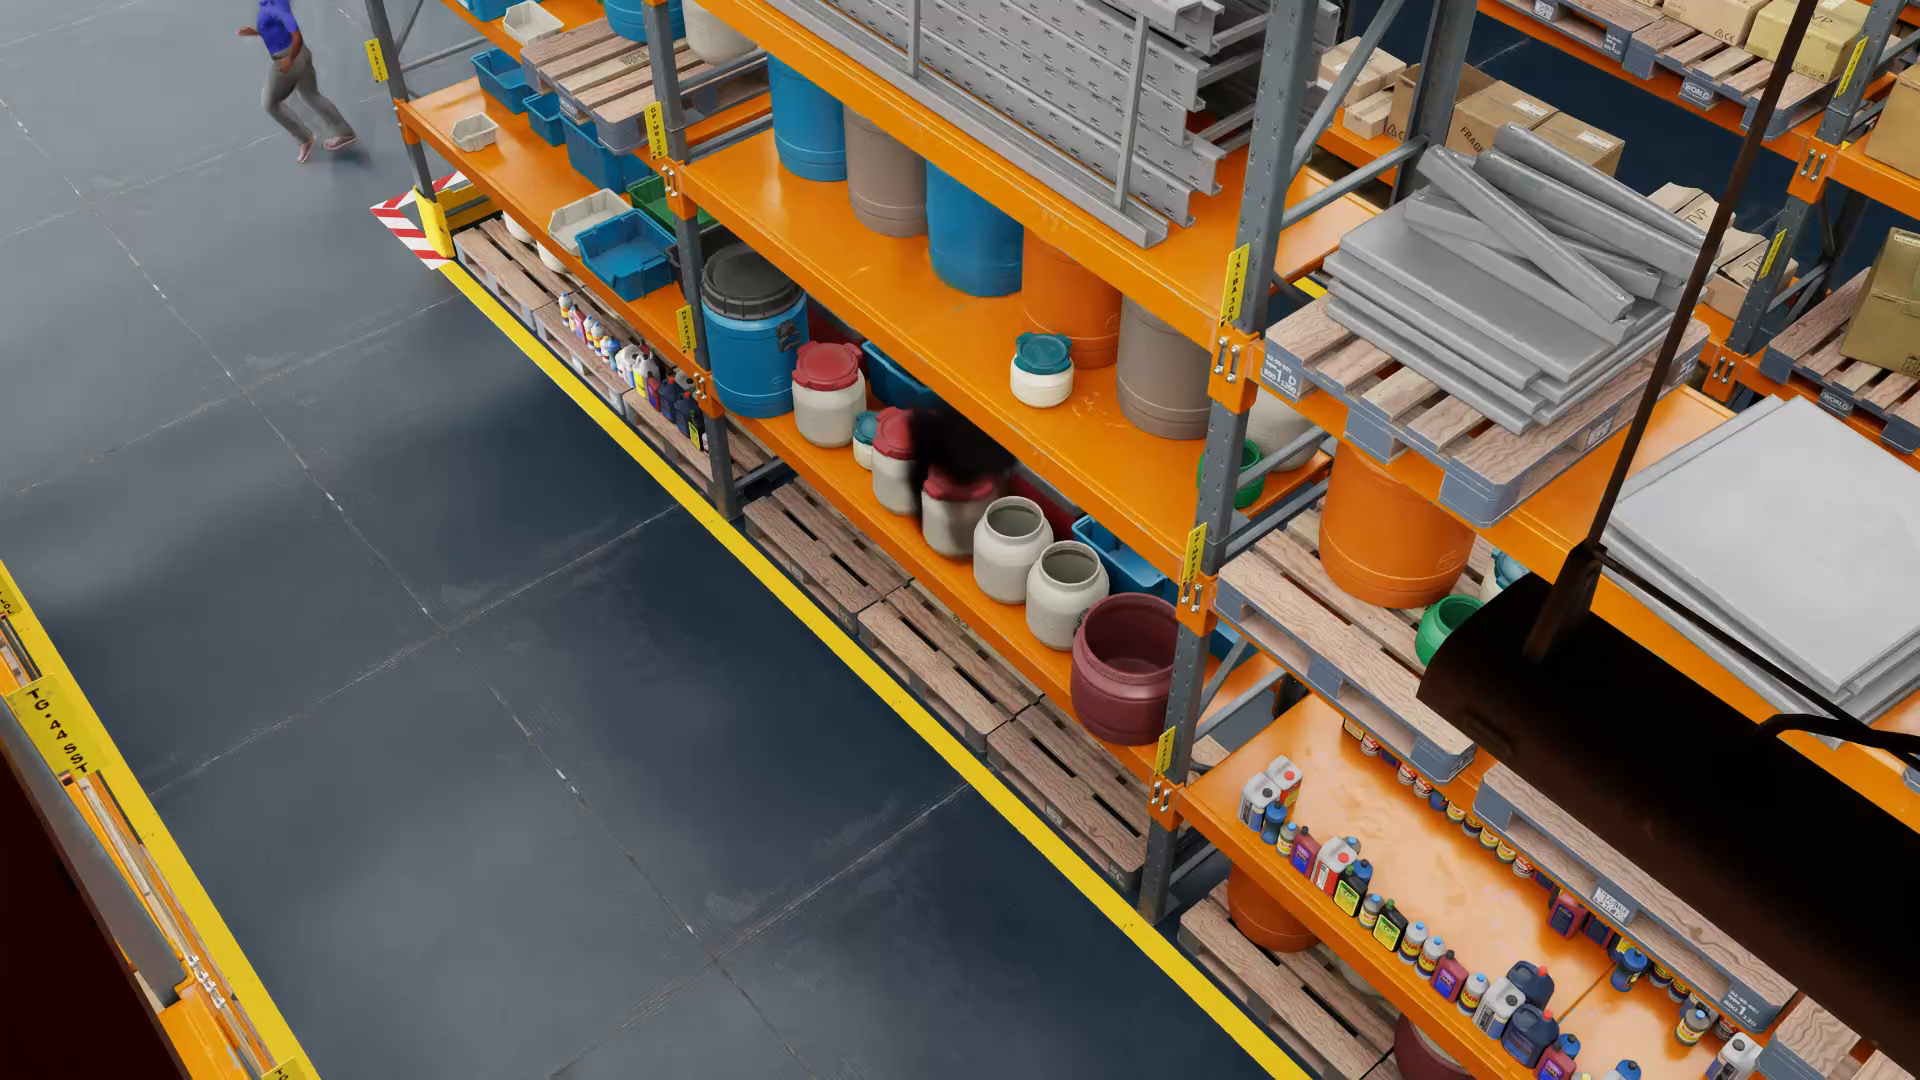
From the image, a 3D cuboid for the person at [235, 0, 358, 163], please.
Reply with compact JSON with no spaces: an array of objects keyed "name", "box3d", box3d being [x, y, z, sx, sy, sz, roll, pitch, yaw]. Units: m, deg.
[{"name":"person","box3d":[-5.451,-3.848,13.522,0.717,1.682,0.550,-4,47,-4]}]
